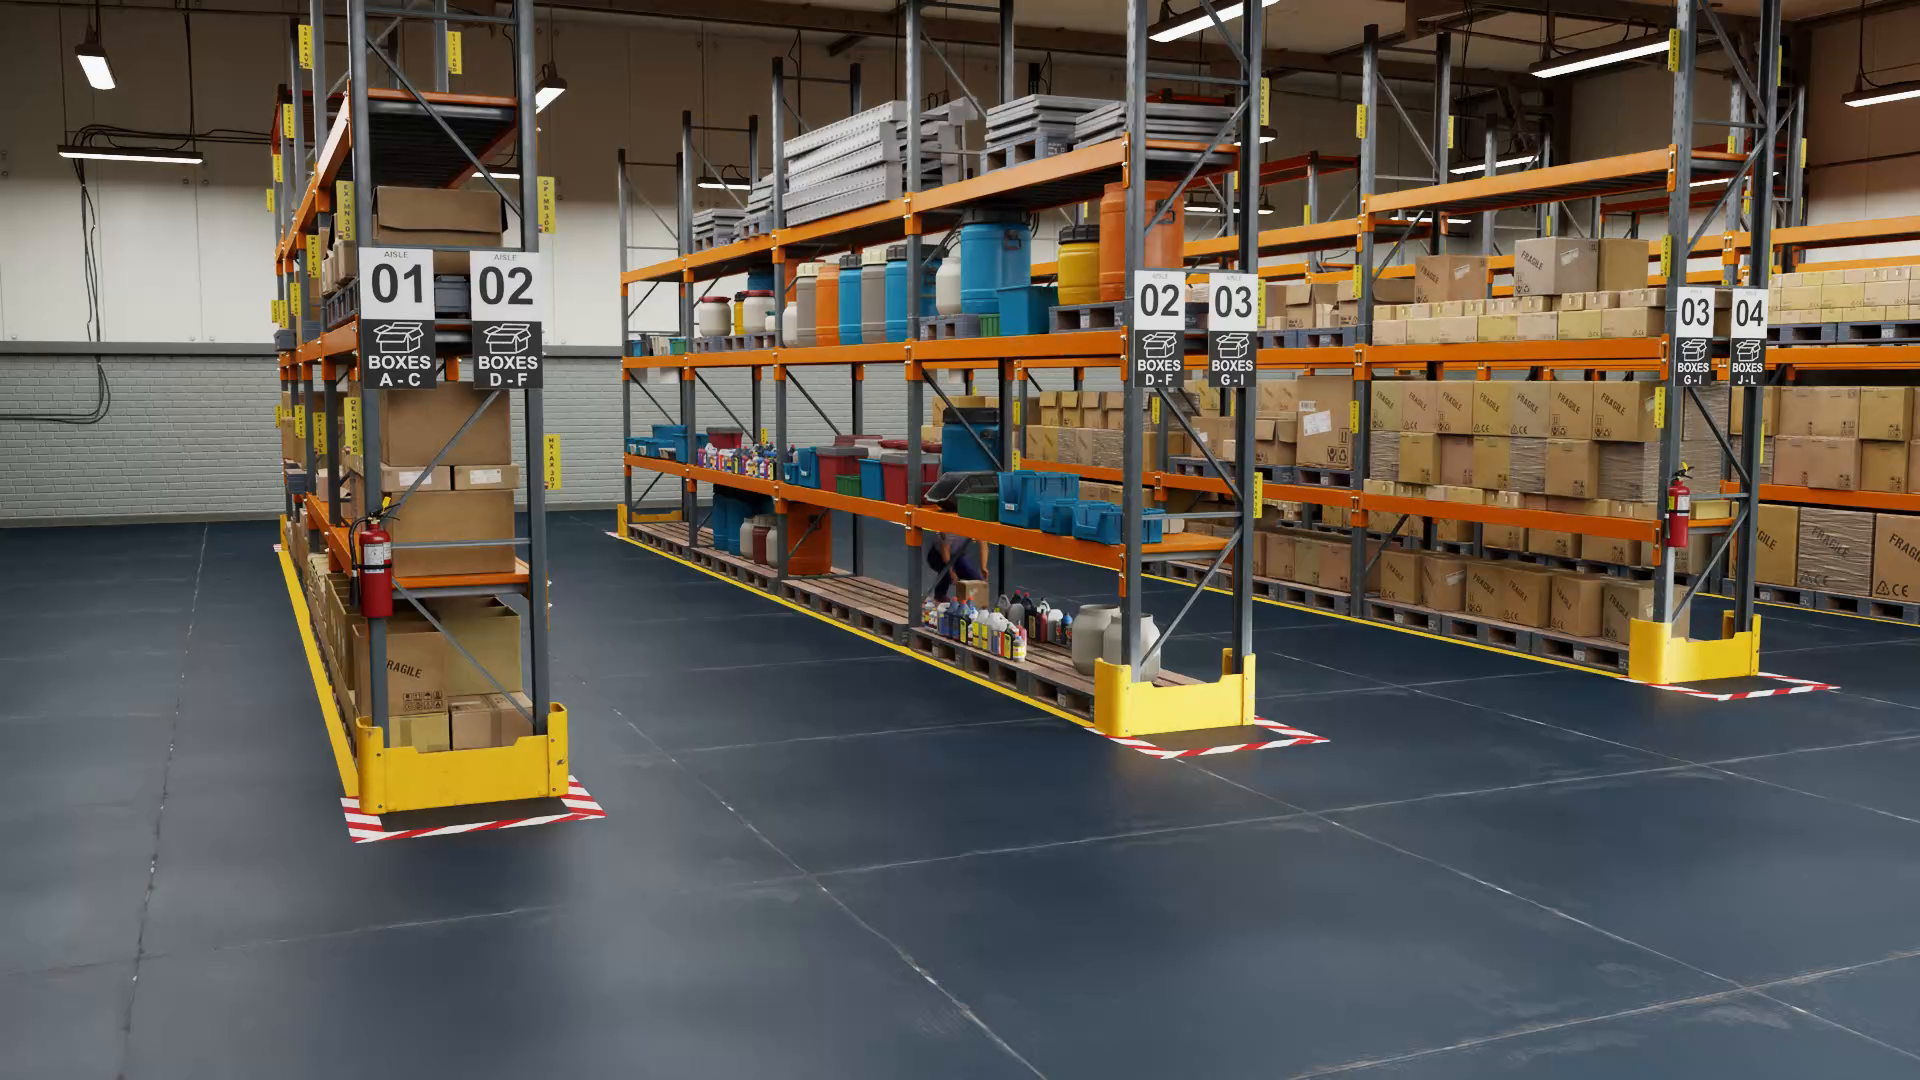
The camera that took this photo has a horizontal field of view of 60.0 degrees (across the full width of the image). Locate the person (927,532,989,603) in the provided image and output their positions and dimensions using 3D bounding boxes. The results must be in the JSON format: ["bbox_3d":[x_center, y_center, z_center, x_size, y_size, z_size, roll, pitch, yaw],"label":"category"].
[{"bbox_3d":[-0.019,0.220,17.000,0.542,1.229,0.738,-2,6,-23],"label":"person"}]
